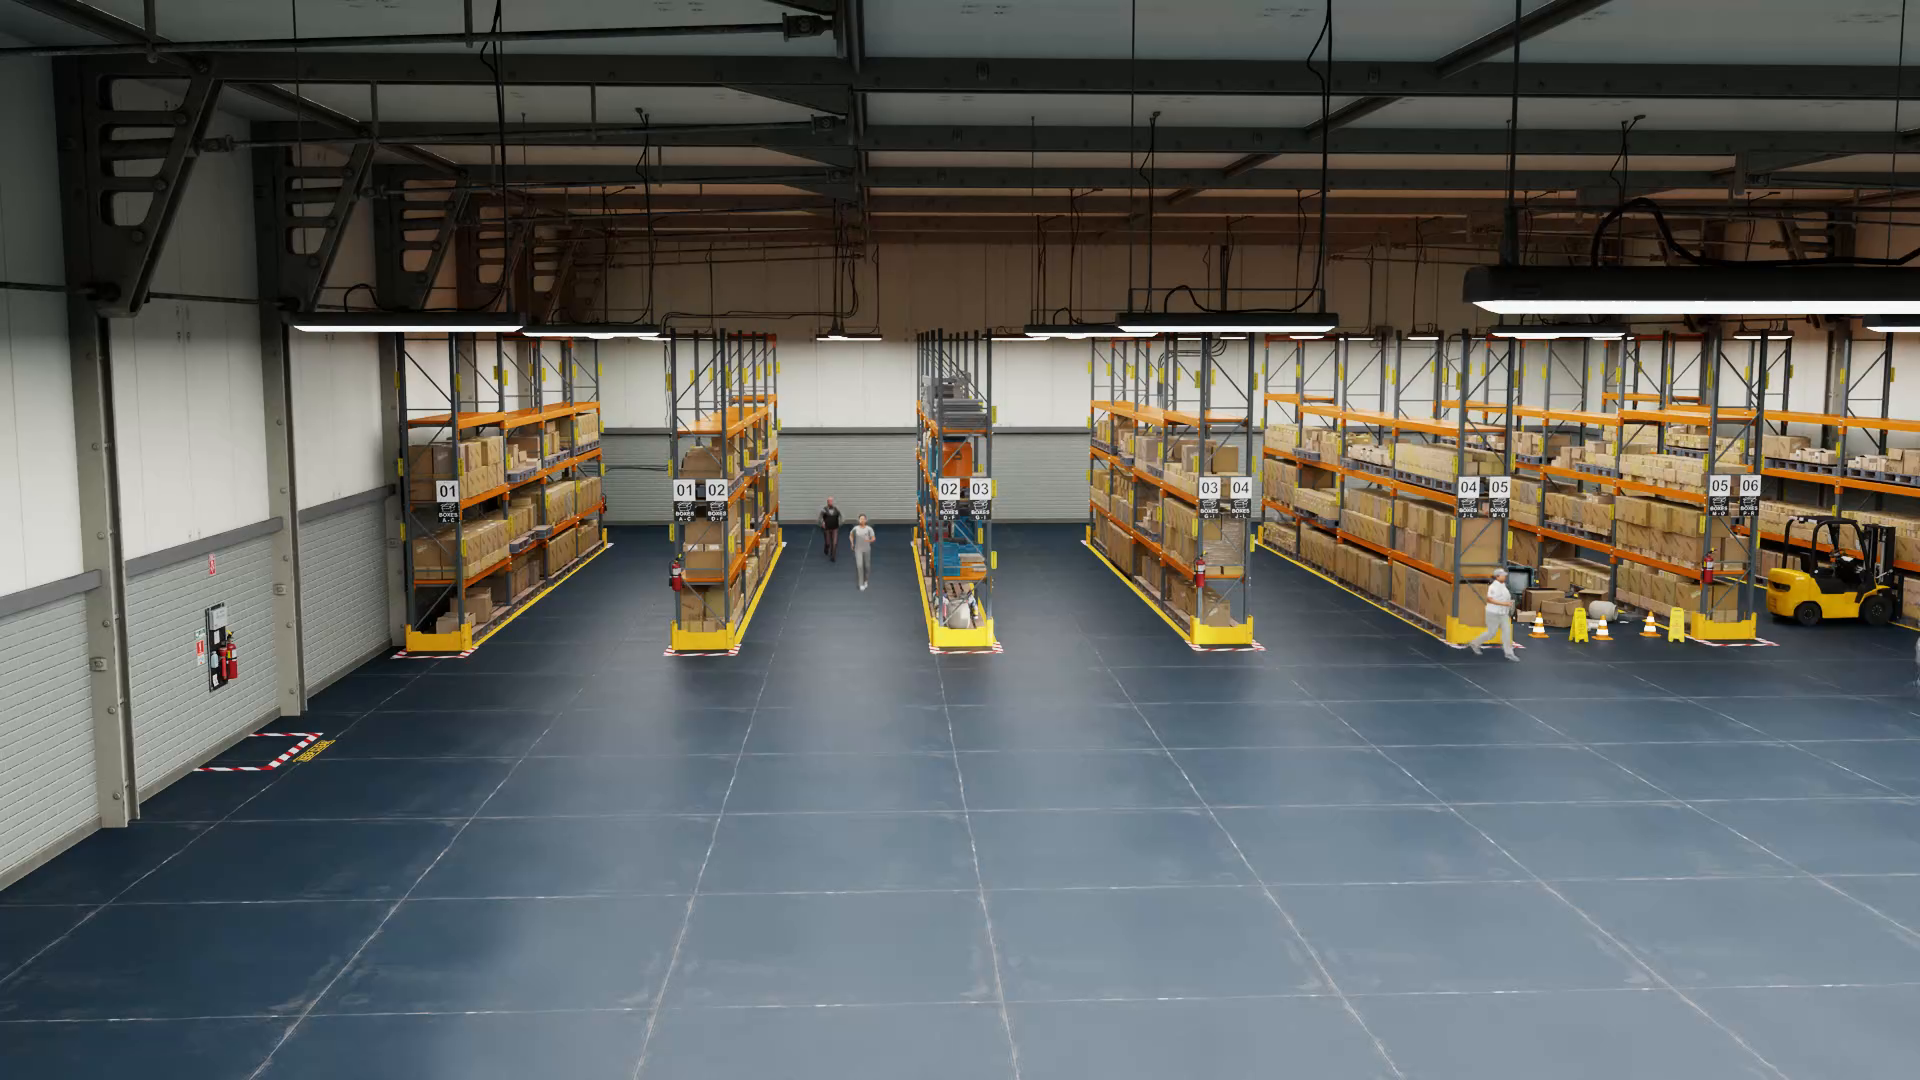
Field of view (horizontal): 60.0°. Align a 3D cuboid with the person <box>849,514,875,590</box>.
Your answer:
[{"bbox_3d":[-2.165,0.265,36.904,0.575,1.658,0.848,-1,7,-5],"label":"person"}]

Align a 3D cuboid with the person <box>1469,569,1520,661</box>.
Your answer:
[{"bbox_3d":[9.731,1.347,30.182,0.941,1.655,0.605,6,9,43],"label":"person"}]

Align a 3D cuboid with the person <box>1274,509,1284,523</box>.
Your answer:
[{"bbox_3d":[9.429,-0.929,49.112,0.582,1.721,0.688,-3,7,-22],"label":"person"}]

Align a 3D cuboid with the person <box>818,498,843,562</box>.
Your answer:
[{"bbox_3d":[-3.410,-0.278,43.910,0.661,1.694,0.733,-2,7,-14],"label":"person"}]
